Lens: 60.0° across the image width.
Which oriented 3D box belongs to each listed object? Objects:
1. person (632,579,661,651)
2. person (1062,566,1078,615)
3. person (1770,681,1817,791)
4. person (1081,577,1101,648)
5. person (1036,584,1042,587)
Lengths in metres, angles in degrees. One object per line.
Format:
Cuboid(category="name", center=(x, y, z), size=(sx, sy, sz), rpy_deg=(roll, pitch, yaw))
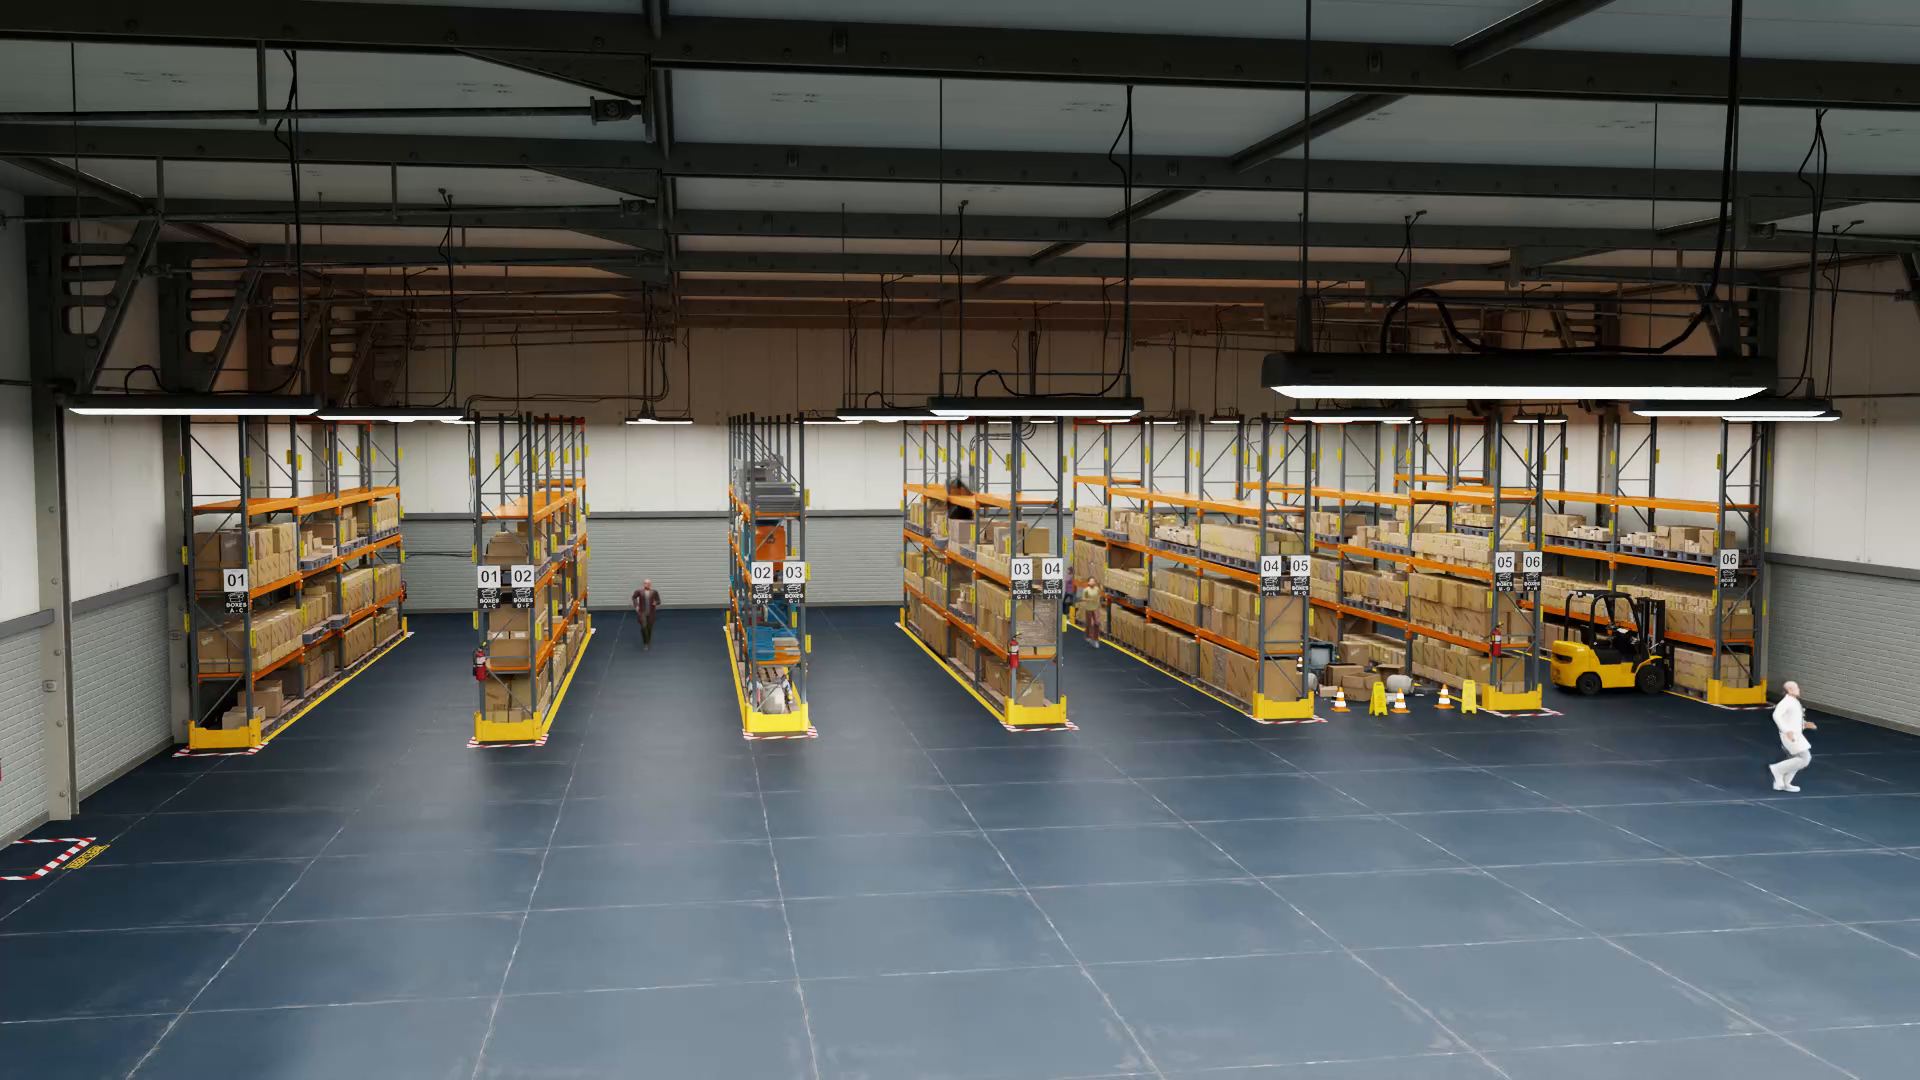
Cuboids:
Cuboid(category="person", center=(-8.055, 1.910, 42.824), size=(0.704, 1.801, 1.047), rpy_deg=(-1, 4, -18))
Cuboid(category="person", center=(3.319, 1.590, 49.443), size=(0.706, 1.630, 0.528), rpy_deg=(-2, 4, -28))
Cuboid(category="person", center=(13.080, 3.083, 26.051), size=(0.599, 1.732, 0.704), rpy_deg=(2, 5, 31))
Cuboid(category="person", center=(3.301, 1.797, 41.610), size=(0.556, 1.763, 0.691), rpy_deg=(-1, 4, -11))
Cuboid(category="person", center=(2.385, 1.746, 46.096), size=(0.673, 1.789, 0.914), rpy_deg=(0, 4, -1))
